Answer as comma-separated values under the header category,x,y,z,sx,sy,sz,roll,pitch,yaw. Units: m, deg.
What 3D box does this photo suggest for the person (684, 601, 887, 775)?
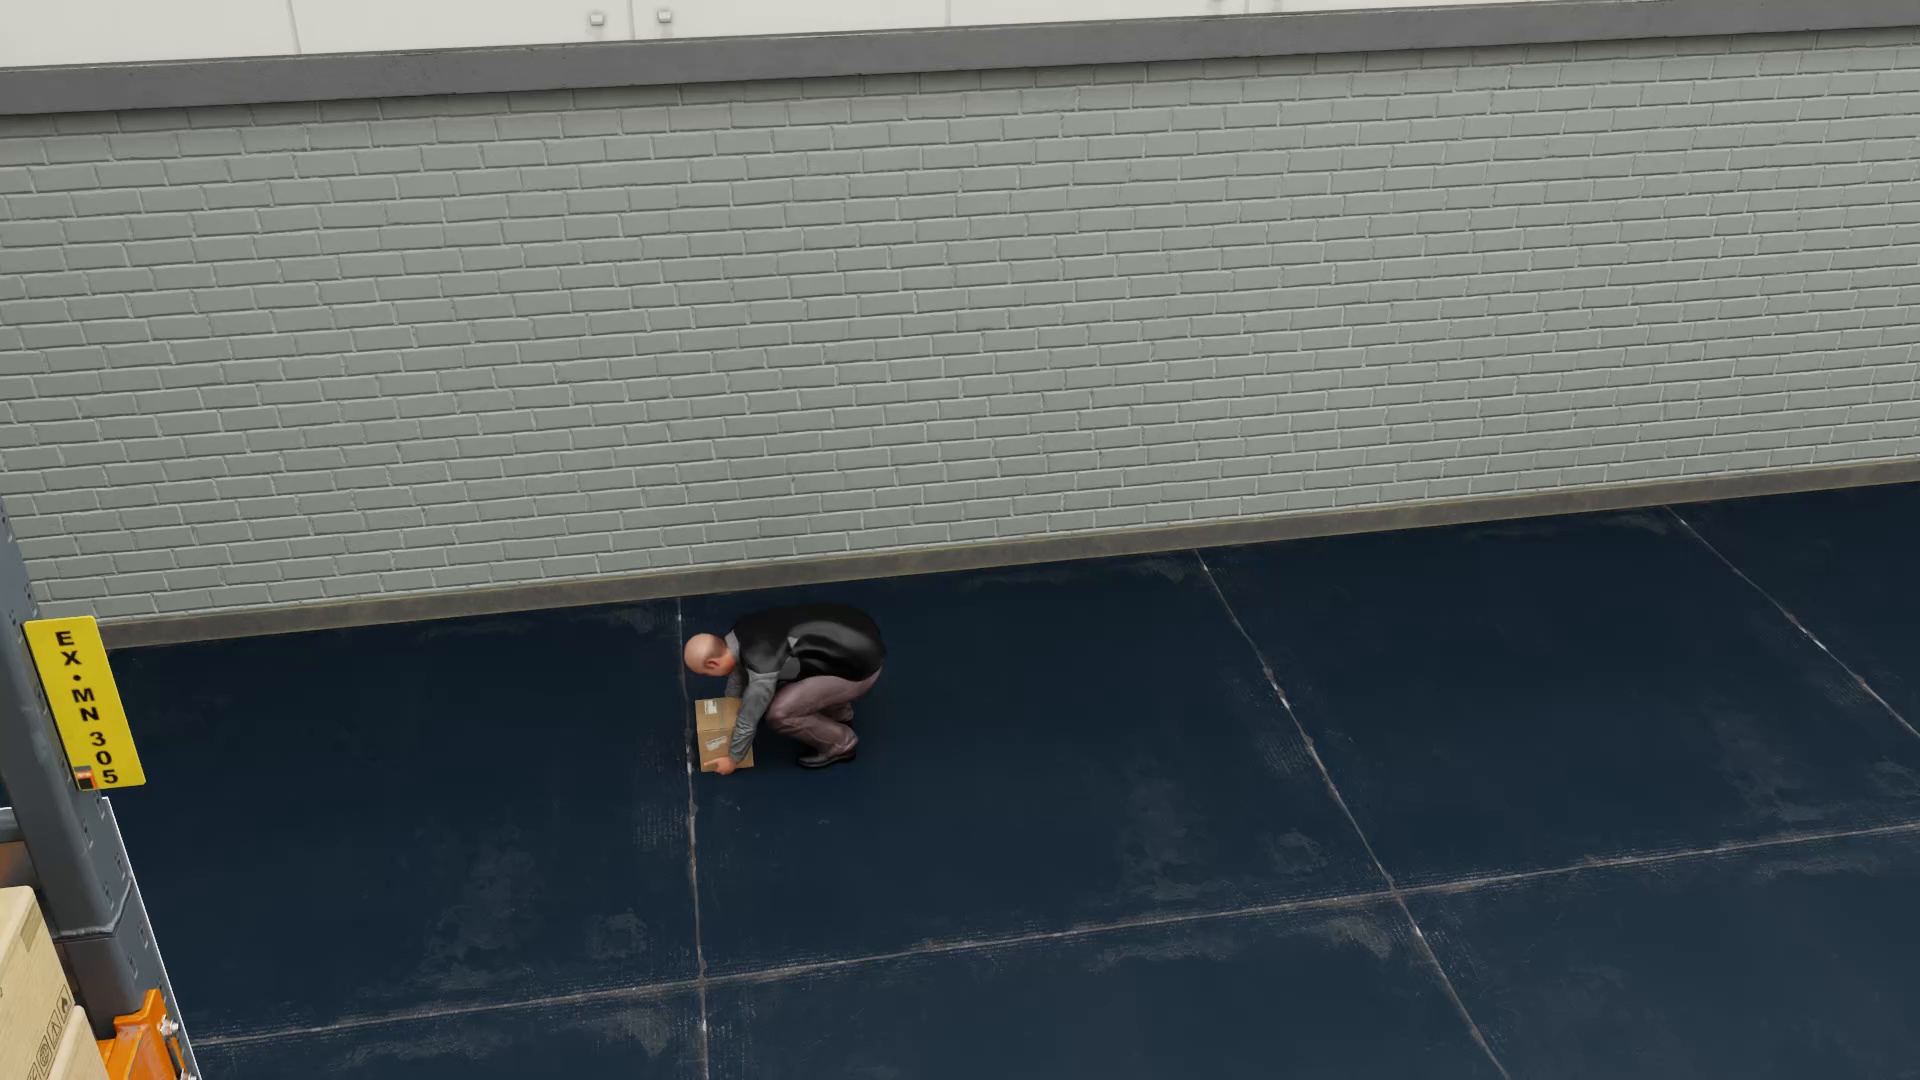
category,x,y,z,sx,sy,sz,roll,pitch,yaw
person,-0.823,0.688,7.944,0.943,0.794,0.505,-6,31,-10
